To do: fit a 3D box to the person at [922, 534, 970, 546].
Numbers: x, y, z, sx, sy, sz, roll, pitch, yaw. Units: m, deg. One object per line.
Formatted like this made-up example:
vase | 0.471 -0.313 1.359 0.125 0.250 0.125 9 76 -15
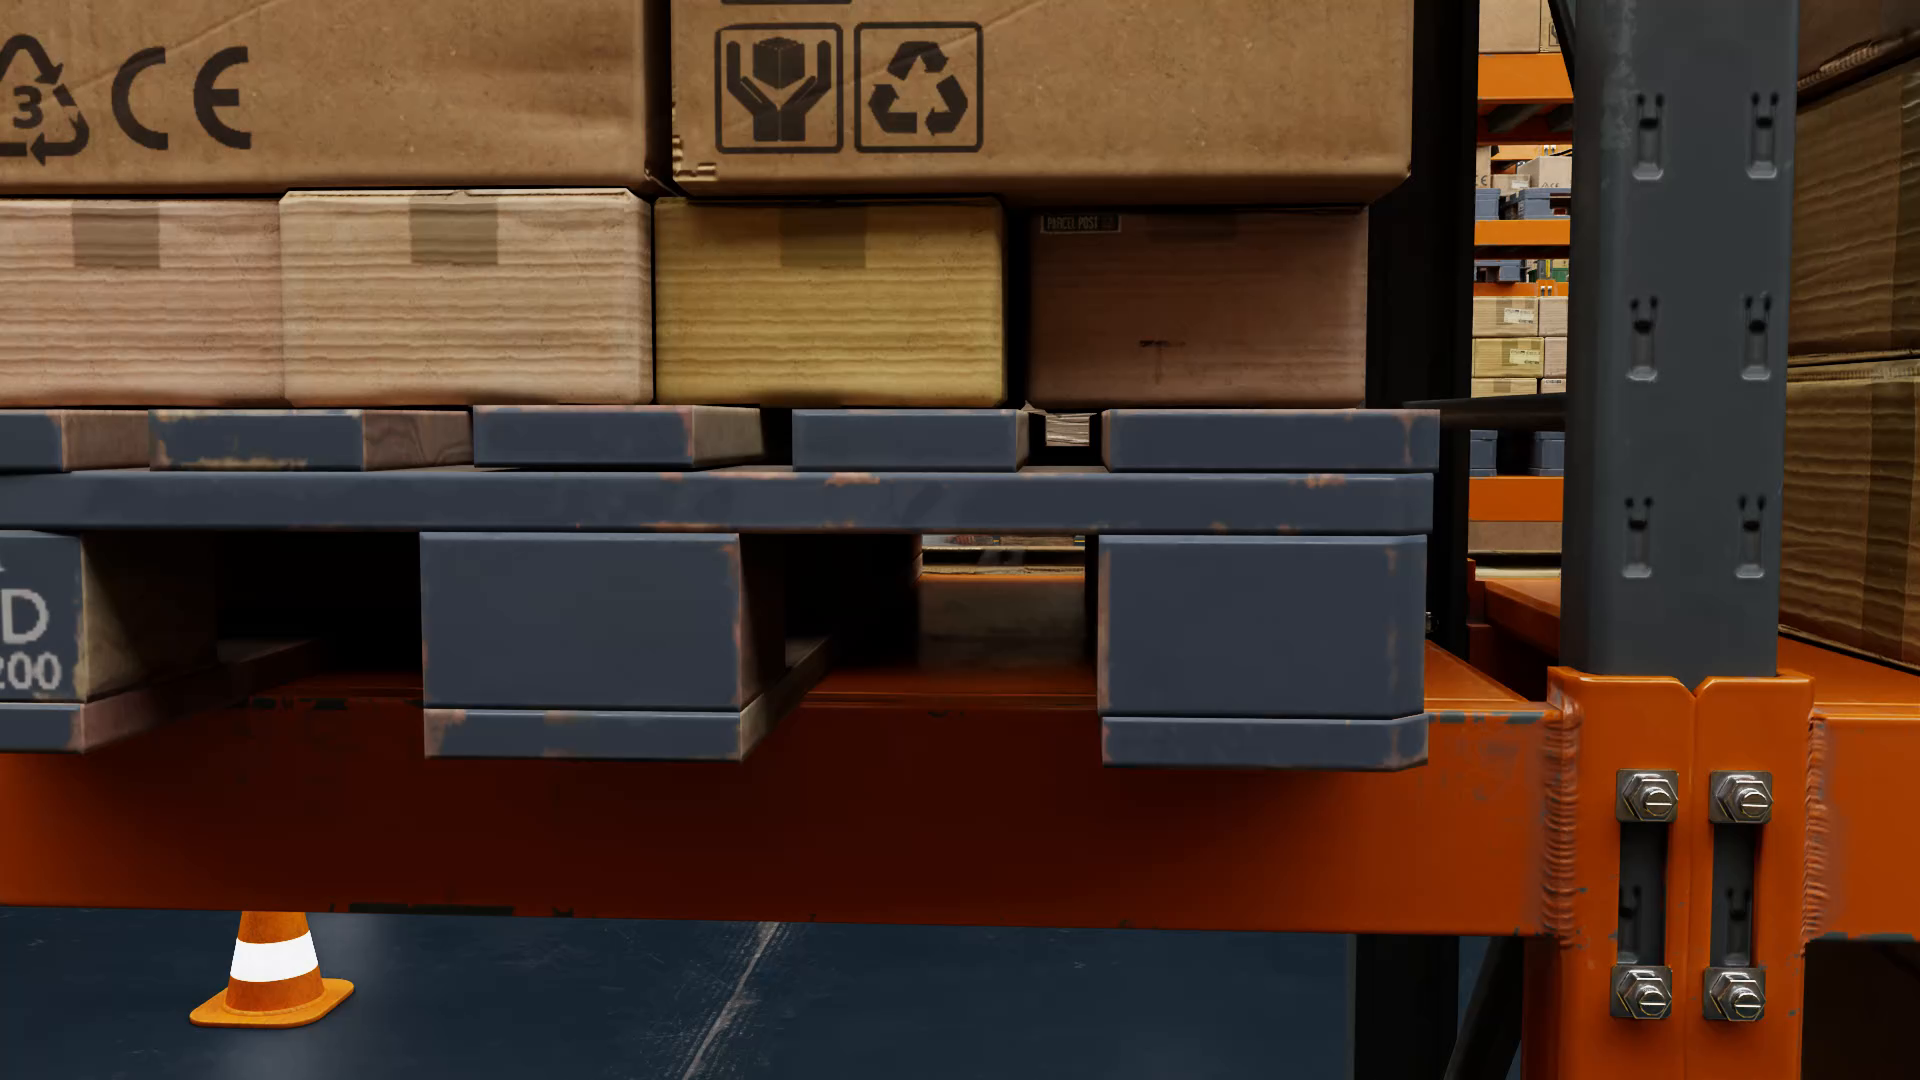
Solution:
person | -0.150 -0.101 10.003 0.474 1.746 0.588 -2 5 -27
